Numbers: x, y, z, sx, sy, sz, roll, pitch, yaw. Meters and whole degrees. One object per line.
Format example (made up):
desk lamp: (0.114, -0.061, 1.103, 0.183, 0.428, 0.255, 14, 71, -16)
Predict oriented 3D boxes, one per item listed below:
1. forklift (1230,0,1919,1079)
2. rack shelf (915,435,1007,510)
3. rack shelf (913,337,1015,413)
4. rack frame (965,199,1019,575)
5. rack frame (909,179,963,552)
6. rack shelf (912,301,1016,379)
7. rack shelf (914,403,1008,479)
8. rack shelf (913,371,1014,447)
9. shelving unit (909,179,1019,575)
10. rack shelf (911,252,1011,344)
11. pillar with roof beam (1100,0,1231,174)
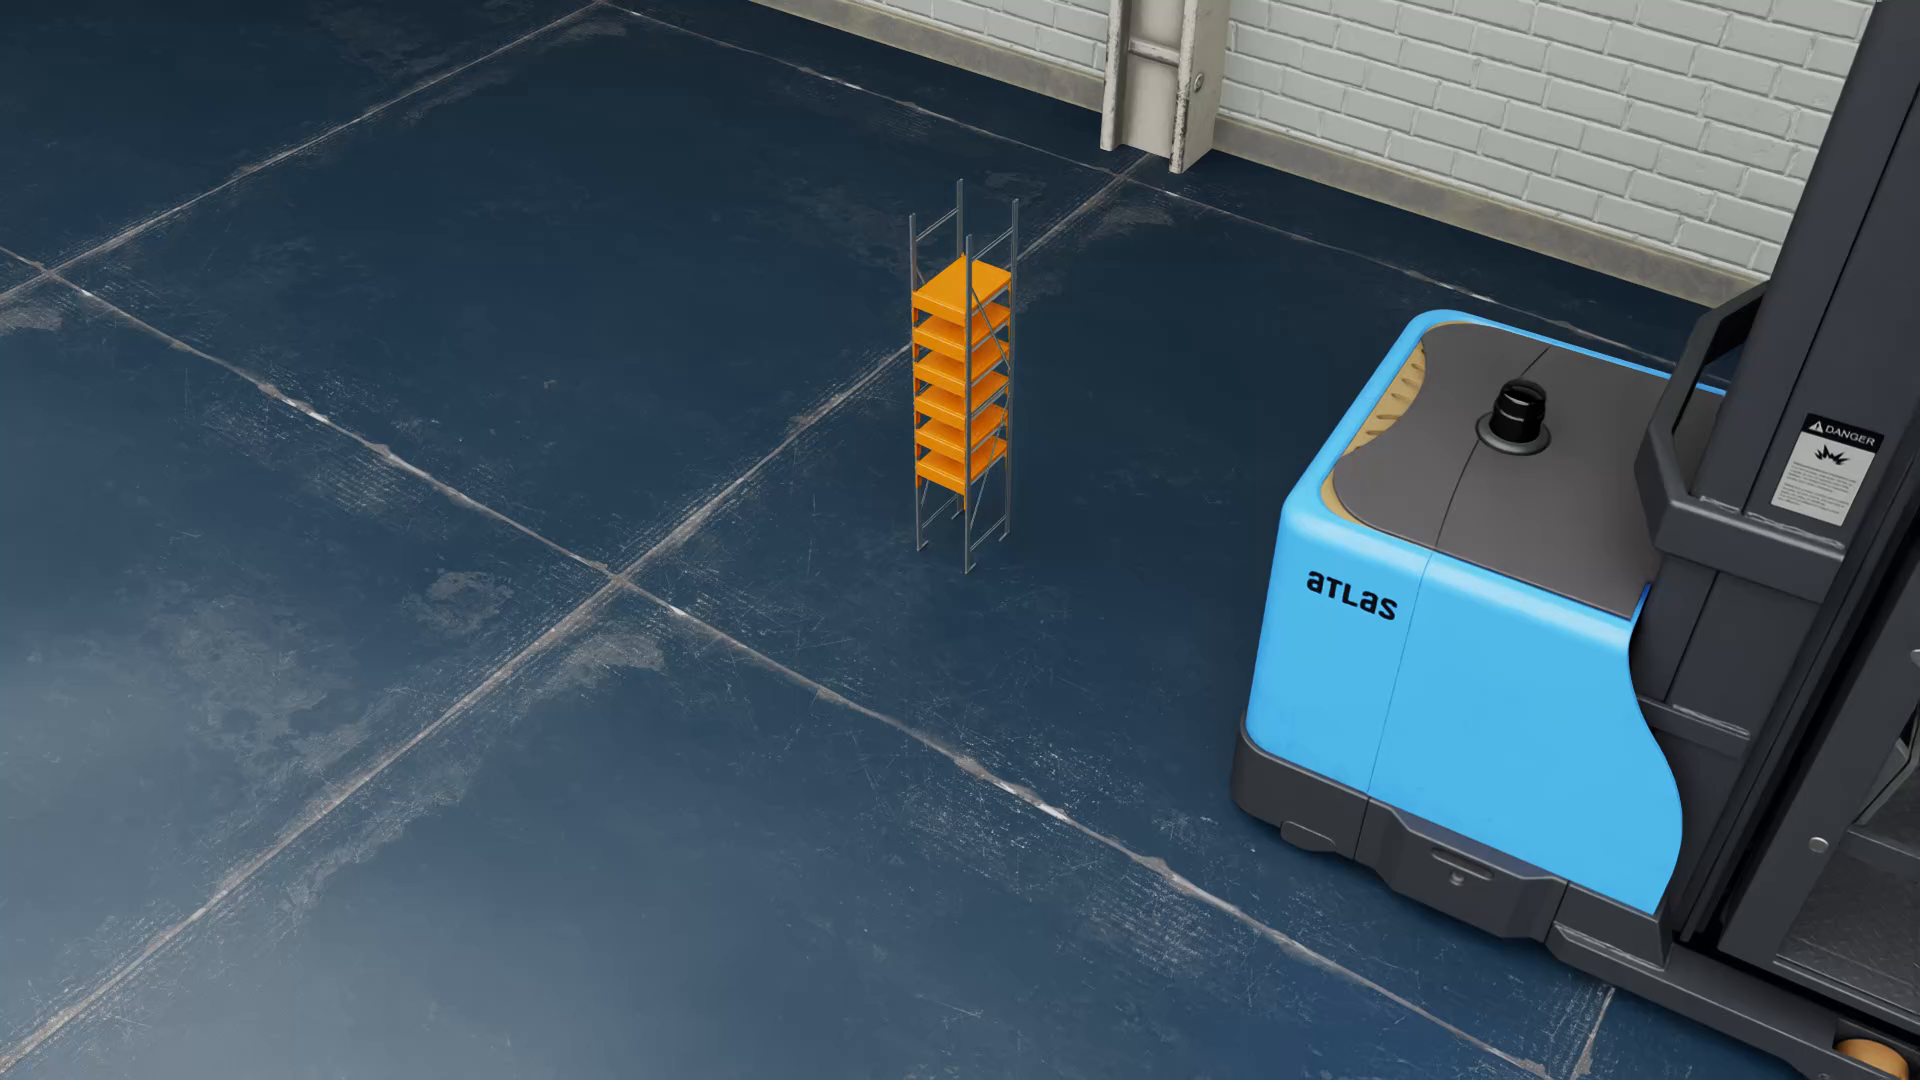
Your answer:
forklift: (2.244, -0.135, 3.203, 3.031, 2.935, 1.130, 22, 46, 23)
rack shelf: (0.012, -0.230, 5.033, 0.180, 0.103, 0.258, 25, 48, 25)
rack shelf: (0.012, -0.498, 4.793, 0.180, 0.103, 0.258, 25, 48, 25)
rack frame: (0.087, -0.407, 4.805, 0.006, 1.200, 0.240, 25, 48, 25)
rack frame: (-0.063, -0.477, 4.883, 0.006, 1.200, 0.240, 25, 48, 25)
rack shelf: (0.012, -0.587, 4.713, 0.180, 0.103, 0.258, 25, 48, 25)
rack shelf: (0.012, -0.319, 4.953, 0.180, 0.103, 0.258, 25, 48, 25)
rack shelf: (0.012, -0.408, 4.873, 0.180, 0.103, 0.258, 25, 48, 25)
shelving unit: (0.012, -0.442, 4.844, 0.189, 1.200, 0.258, 25, 48, 25)
rack shelf: (0.012, -0.677, 4.633, 0.180, 0.103, 0.258, 25, 48, 25)
pillar with roof beam: (-1.624, -2.694, 1.513, 0.400, 9.000, 9.100, 25, 48, 25)
